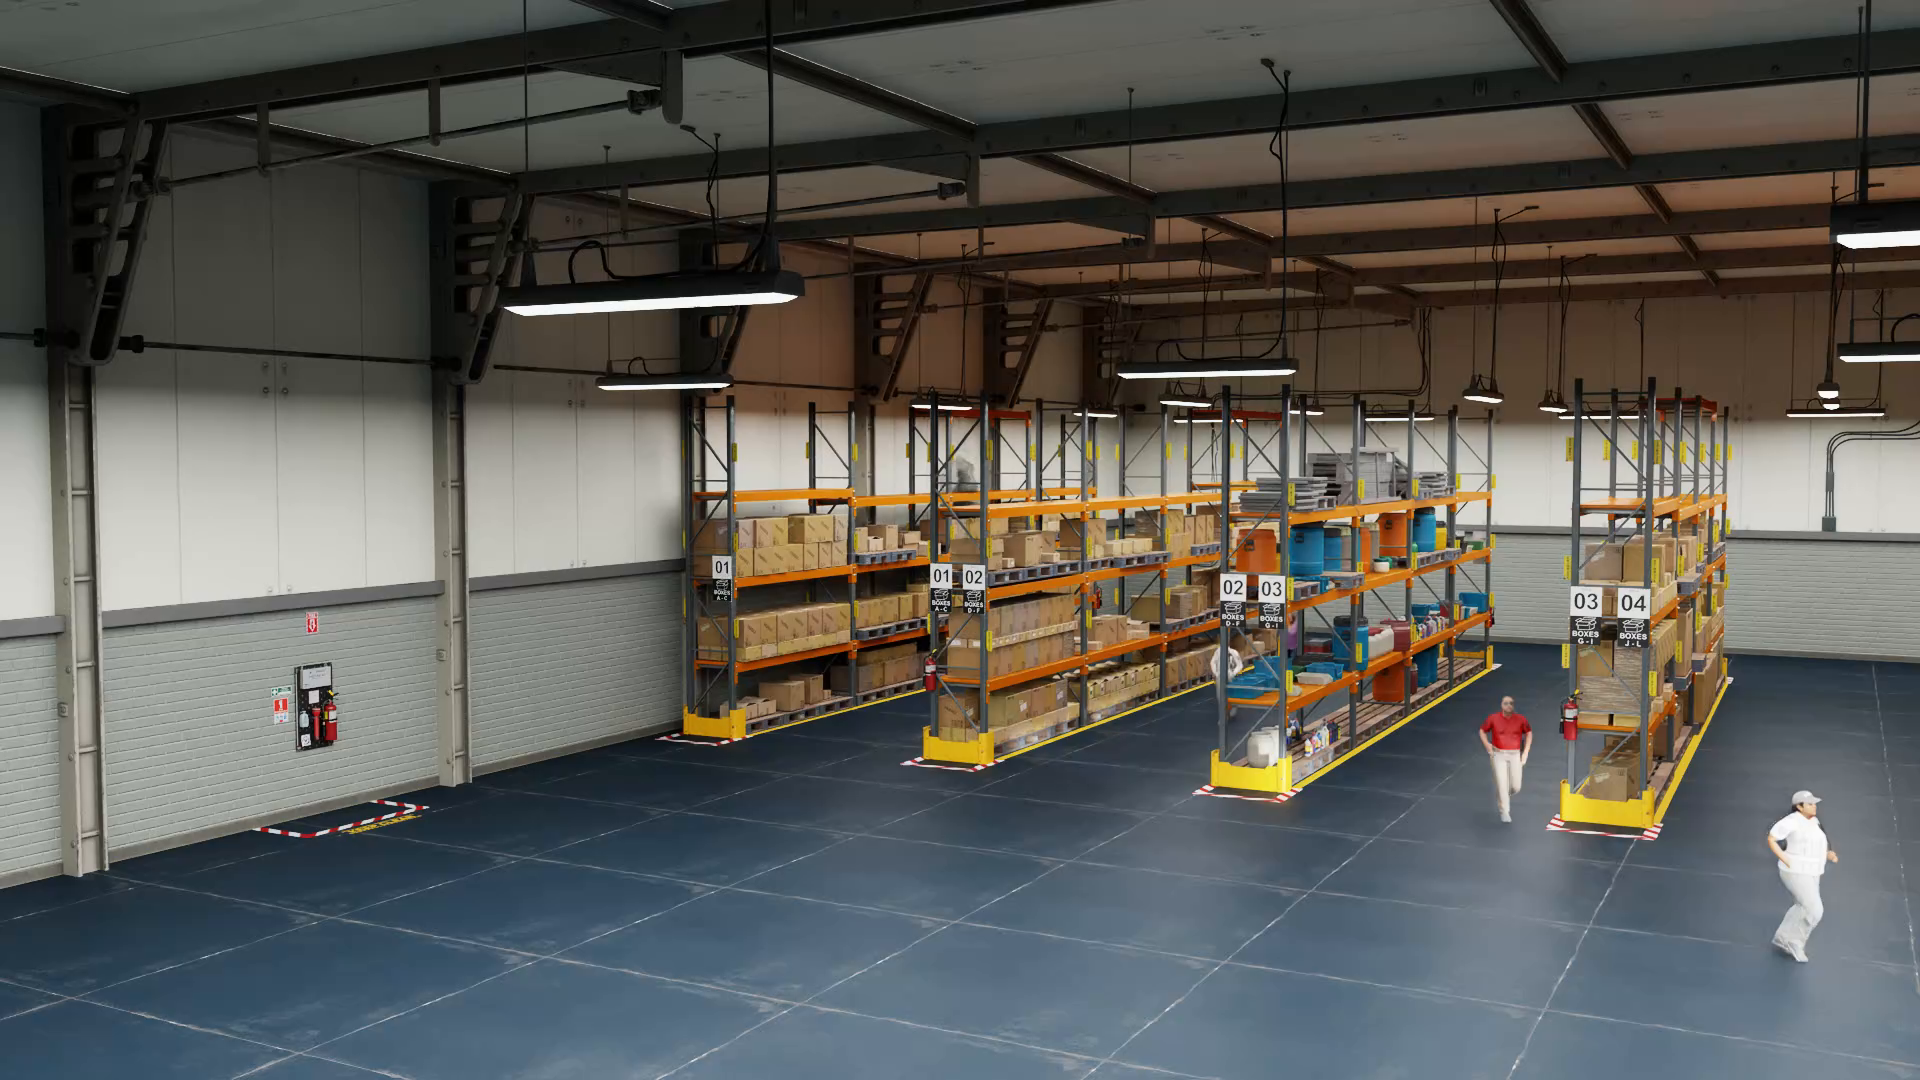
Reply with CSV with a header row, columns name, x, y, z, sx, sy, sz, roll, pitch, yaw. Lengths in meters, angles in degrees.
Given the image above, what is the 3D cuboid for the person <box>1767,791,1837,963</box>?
name,x,y,z,sx,sy,sz,roll,pitch,yaw
person,8.336,3.338,16.435,0.585,1.702,0.606,-2,4,-36

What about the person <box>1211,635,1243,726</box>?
name,x,y,z,sx,sy,sz,roll,pitch,yaw
person,4.907,2.550,30.669,0.635,1.670,0.781,1,3,24

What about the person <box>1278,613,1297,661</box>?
name,x,y,z,sx,sy,sz,roll,pitch,yaw
person,7.119,2.355,35.781,0.544,1.581,0.654,1,3,21

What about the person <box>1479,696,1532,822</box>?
name,x,y,z,sx,sy,sz,roll,pitch,yaw
person,7.469,2.979,22.765,0.707,1.715,0.647,0,3,7
